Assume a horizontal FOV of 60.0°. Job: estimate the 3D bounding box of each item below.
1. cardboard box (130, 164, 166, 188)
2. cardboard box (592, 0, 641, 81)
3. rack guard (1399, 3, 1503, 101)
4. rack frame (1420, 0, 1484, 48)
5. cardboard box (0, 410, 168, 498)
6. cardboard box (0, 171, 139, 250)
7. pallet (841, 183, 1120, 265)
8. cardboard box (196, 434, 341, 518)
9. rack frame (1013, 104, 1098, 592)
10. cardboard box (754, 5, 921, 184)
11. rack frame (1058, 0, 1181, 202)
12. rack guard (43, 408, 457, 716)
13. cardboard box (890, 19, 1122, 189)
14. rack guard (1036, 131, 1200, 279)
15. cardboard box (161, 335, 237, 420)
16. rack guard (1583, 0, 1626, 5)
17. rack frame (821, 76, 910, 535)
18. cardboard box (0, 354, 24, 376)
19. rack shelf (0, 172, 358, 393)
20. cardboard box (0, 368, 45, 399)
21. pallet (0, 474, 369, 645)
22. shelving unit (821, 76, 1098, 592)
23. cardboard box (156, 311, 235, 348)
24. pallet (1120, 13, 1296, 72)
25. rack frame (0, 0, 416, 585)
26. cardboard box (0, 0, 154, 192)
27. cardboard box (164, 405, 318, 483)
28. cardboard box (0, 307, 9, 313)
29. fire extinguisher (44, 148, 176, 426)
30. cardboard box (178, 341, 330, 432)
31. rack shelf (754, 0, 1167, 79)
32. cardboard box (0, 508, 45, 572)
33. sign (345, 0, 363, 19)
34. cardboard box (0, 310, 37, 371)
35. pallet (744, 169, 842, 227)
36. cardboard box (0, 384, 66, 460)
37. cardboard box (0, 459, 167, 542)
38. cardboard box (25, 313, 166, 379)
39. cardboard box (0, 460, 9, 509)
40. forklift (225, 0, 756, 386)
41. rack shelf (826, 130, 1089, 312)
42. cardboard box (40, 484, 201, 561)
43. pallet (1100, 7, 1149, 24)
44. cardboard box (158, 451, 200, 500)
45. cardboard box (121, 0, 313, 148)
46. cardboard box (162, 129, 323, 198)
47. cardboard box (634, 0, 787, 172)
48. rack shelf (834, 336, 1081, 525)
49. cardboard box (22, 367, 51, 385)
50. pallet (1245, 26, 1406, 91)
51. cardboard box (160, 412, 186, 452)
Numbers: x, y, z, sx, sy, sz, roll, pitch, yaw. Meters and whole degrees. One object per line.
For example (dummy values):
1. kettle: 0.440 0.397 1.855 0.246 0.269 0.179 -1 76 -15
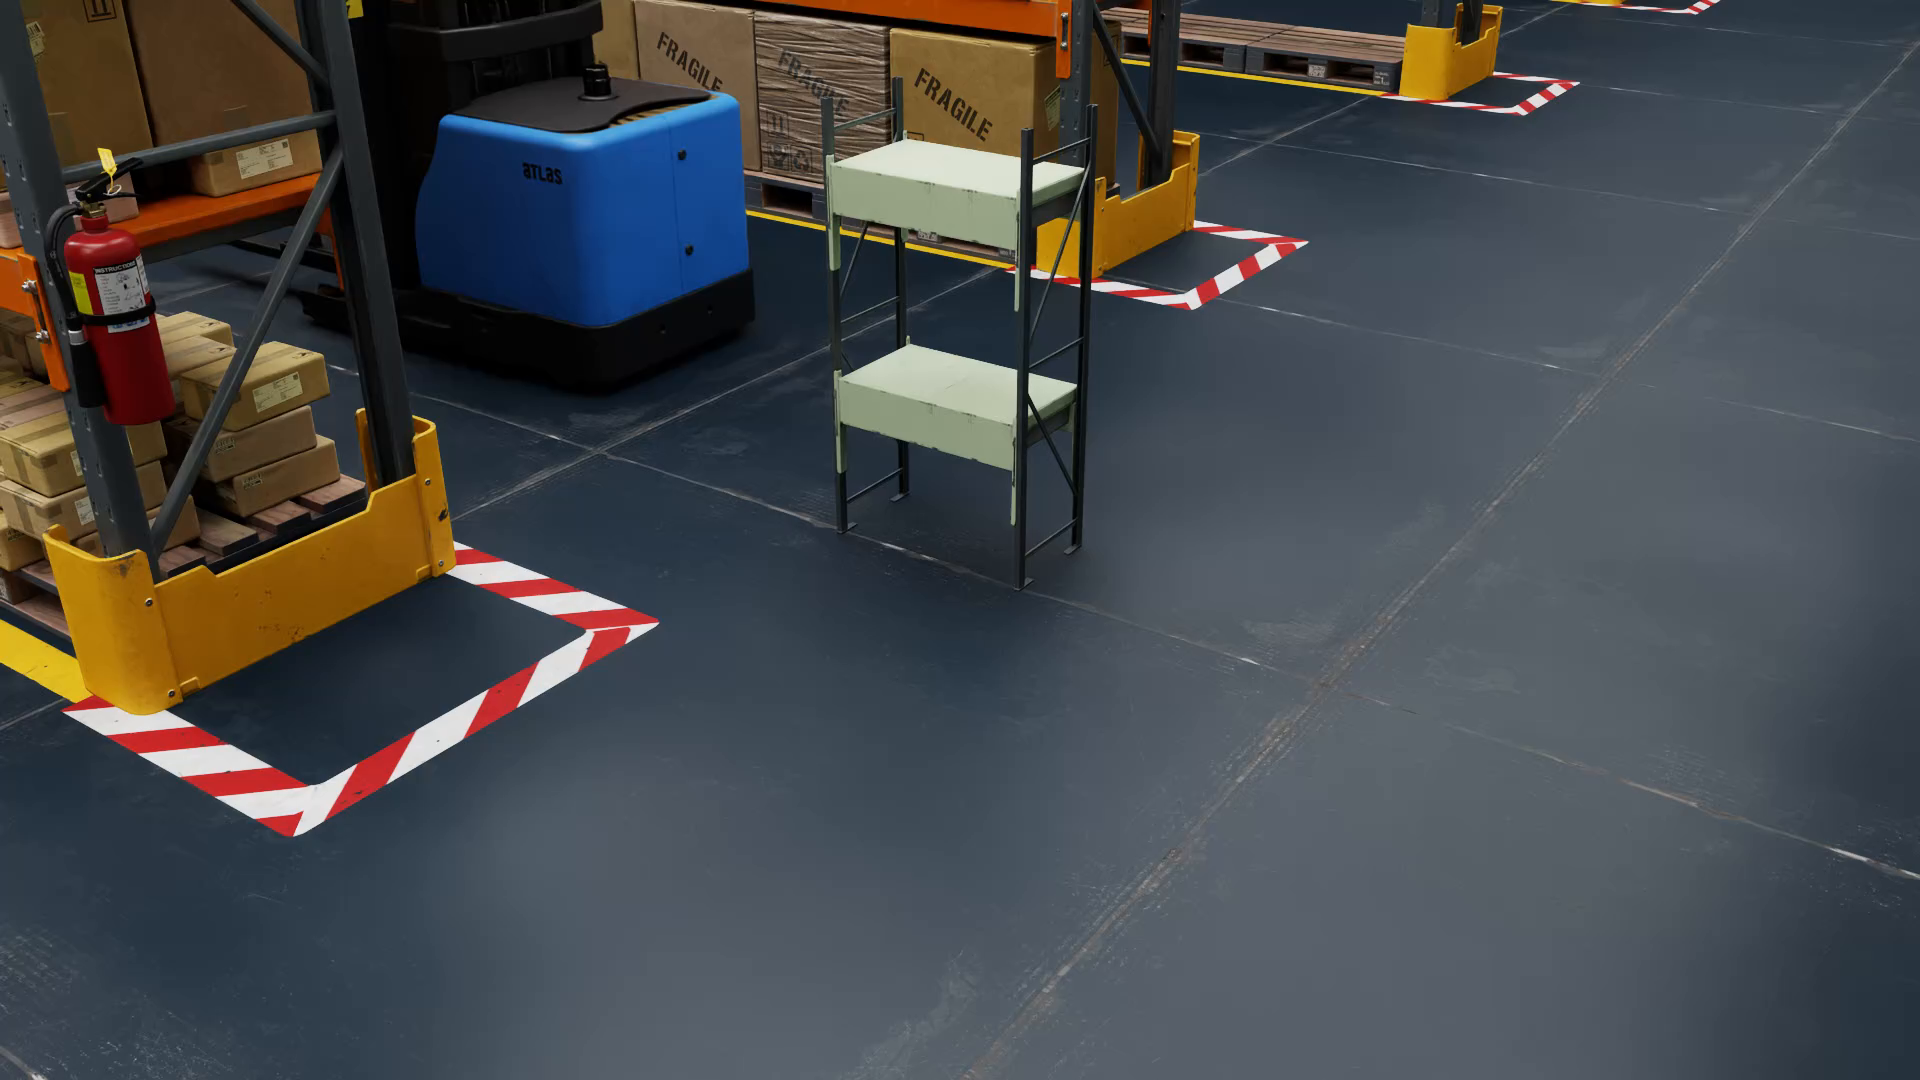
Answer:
1. cardboard box: -2.391 -1.209 5.096 0.250 0.149 0.380 19 32 32
2. cardboard box: -1.983 -2.962 10.142 0.875 0.875 0.875 17 32 30
3. rack guard: 3.647 -3.630 12.332 0.348 0.500 1.175 17 32 30
4. rack frame: 3.620 -4.745 11.768 0.127 3.000 1.000 17 32 30
5. cardboard box: -2.656 -0.288 5.034 0.250 0.149 0.380 18 32 31
6. cardboard box: -2.505 -0.931 4.550 0.250 0.149 0.380 17 32 30
7. pallet: 0.112 -1.827 9.107 1.213 0.211 1.003 17 32 30
8. cardboard box: -2.327 -0.236 5.587 0.250 0.149 0.380 18 32 31
9. rack frame: 0.296 -0.576 5.229 0.023 1.500 0.400 17 32 30
10. cardboard box: -0.508 -2.502 9.239 0.875 0.875 0.875 17 32 30
11. rack frame: 0.815 -2.894 8.129 0.127 3.000 1.000 17 32 30
12. rack guard: -2.139 0.029 5.142 0.348 0.500 1.175 17 32 30
13. cardboard box: 0.243 -2.268 8.780 0.875 0.875 0.875 17 32 30
14. rack guard: 0.835 -1.774 8.684 0.348 0.500 1.175 17 32 30
15. cardboard box: -2.611 -0.535 5.517 0.250 0.149 0.380 18 32 31
16. rack guard: 6.365 -5.502 16.010 0.348 0.500 1.175 17 32 30
17. rack frame: -0.307 -0.764 5.598 0.023 1.500 0.400 17 32 30
18. cardboard box: -3.294 -0.484 5.417 0.250 0.149 0.380 16 31 28
19. rack shelf: -3.725 -1.258 5.709 4.000 0.370 1.077 17 32 30
20. cardboard box: -3.116 -0.393 5.240 0.250 0.149 0.380 17 31 29
21. pallet: -2.788 -0.064 5.643 1.213 0.211 1.003 17 32 30
22. shelving unit: -0.006 -0.670 5.413 0.755 1.500 0.431 17 32 30
23. cardboard box: -2.746 -0.647 5.739 0.250 0.149 0.380 17 32 30
24. pallet: 1.960 -4.043 13.461 1.213 0.211 1.003 17 32 30
25. rack frame: -2.076 -1.065 4.536 0.127 3.000 1.000 17 32 30
26. cardboard box: -2.592 -1.262 4.484 0.500 0.500 0.500 18 32 31
27. cardboard box: -2.363 -0.345 5.473 0.250 0.149 0.380 19 32 32
28. cardboard box: -3.412 -0.839 6.116 0.250 0.149 0.380 18 32 31
29. fire extinguisher: -2.130 -0.628 4.172 0.183 0.674 0.296 17 32 30
30. cardboard box: -2.316 -0.509 5.467 0.250 0.149 0.380 16 31 28
31. rack shelf: -0.833 -3.087 9.301 4.000 0.370 1.077 17 32 30
32. cardboard box: -2.897 -0.067 5.255 0.250 0.149 0.380 18 32 32
33. sign: -1.769 -1.654 4.739 0.005 0.325 0.100 17 32 30
34. cardboard box: -3.221 -0.755 5.950 0.250 0.149 0.380 19 32 32
35. pallet: -0.889 -2.141 9.724 1.213 0.211 1.003 17 32 30
36. cardboard box: -2.831 -0.374 5.203 0.250 0.149 0.380 18 32 31
37. cardboard box: -2.673 -0.143 5.077 0.250 0.149 0.380 16 31 29
38. cardboard box: -2.997 -0.680 5.803 0.250 0.149 0.380 16 31 28
39. cardboard box: -2.858 -0.231 5.248 0.250 0.149 0.380 16 31 29
40. forklift: -2.447 -2.445 7.323 3.031 2.935 1.130 16 31 29
41. rack shelf: -0.006 -1.018 5.236 0.720 0.370 0.431 17 32 30
42. cardboard box: -2.628 -0.039 5.200 0.250 0.149 0.380 18 32 31
43. pallet: 0.951 -4.356 14.076 1.213 0.211 1.003 17 32 30
44. cardboard box: -2.589 -0.273 5.659 0.250 0.149 0.380 17 32 30
45. cardboard box: -2.290 -1.461 4.876 0.500 0.500 0.500 19 33 33
46. cardboard box: -2.158 -1.159 4.998 0.250 0.149 0.380 17 32 30
47. cardboard box: -1.241 -2.731 9.688 0.875 0.875 0.875 17 32 30
48. rack shelf: -0.006 -0.380 5.561 0.720 0.370 0.431 17 32 30
49. cardboard box: -3.231 -0.605 5.985 0.250 0.149 0.380 16 31 28
50. pallet: 2.962 -3.729 12.845 1.213 0.211 1.003 17 32 30
51. cardboard box: -2.556 -0.437 5.653 0.250 0.149 0.380 17 32 30
